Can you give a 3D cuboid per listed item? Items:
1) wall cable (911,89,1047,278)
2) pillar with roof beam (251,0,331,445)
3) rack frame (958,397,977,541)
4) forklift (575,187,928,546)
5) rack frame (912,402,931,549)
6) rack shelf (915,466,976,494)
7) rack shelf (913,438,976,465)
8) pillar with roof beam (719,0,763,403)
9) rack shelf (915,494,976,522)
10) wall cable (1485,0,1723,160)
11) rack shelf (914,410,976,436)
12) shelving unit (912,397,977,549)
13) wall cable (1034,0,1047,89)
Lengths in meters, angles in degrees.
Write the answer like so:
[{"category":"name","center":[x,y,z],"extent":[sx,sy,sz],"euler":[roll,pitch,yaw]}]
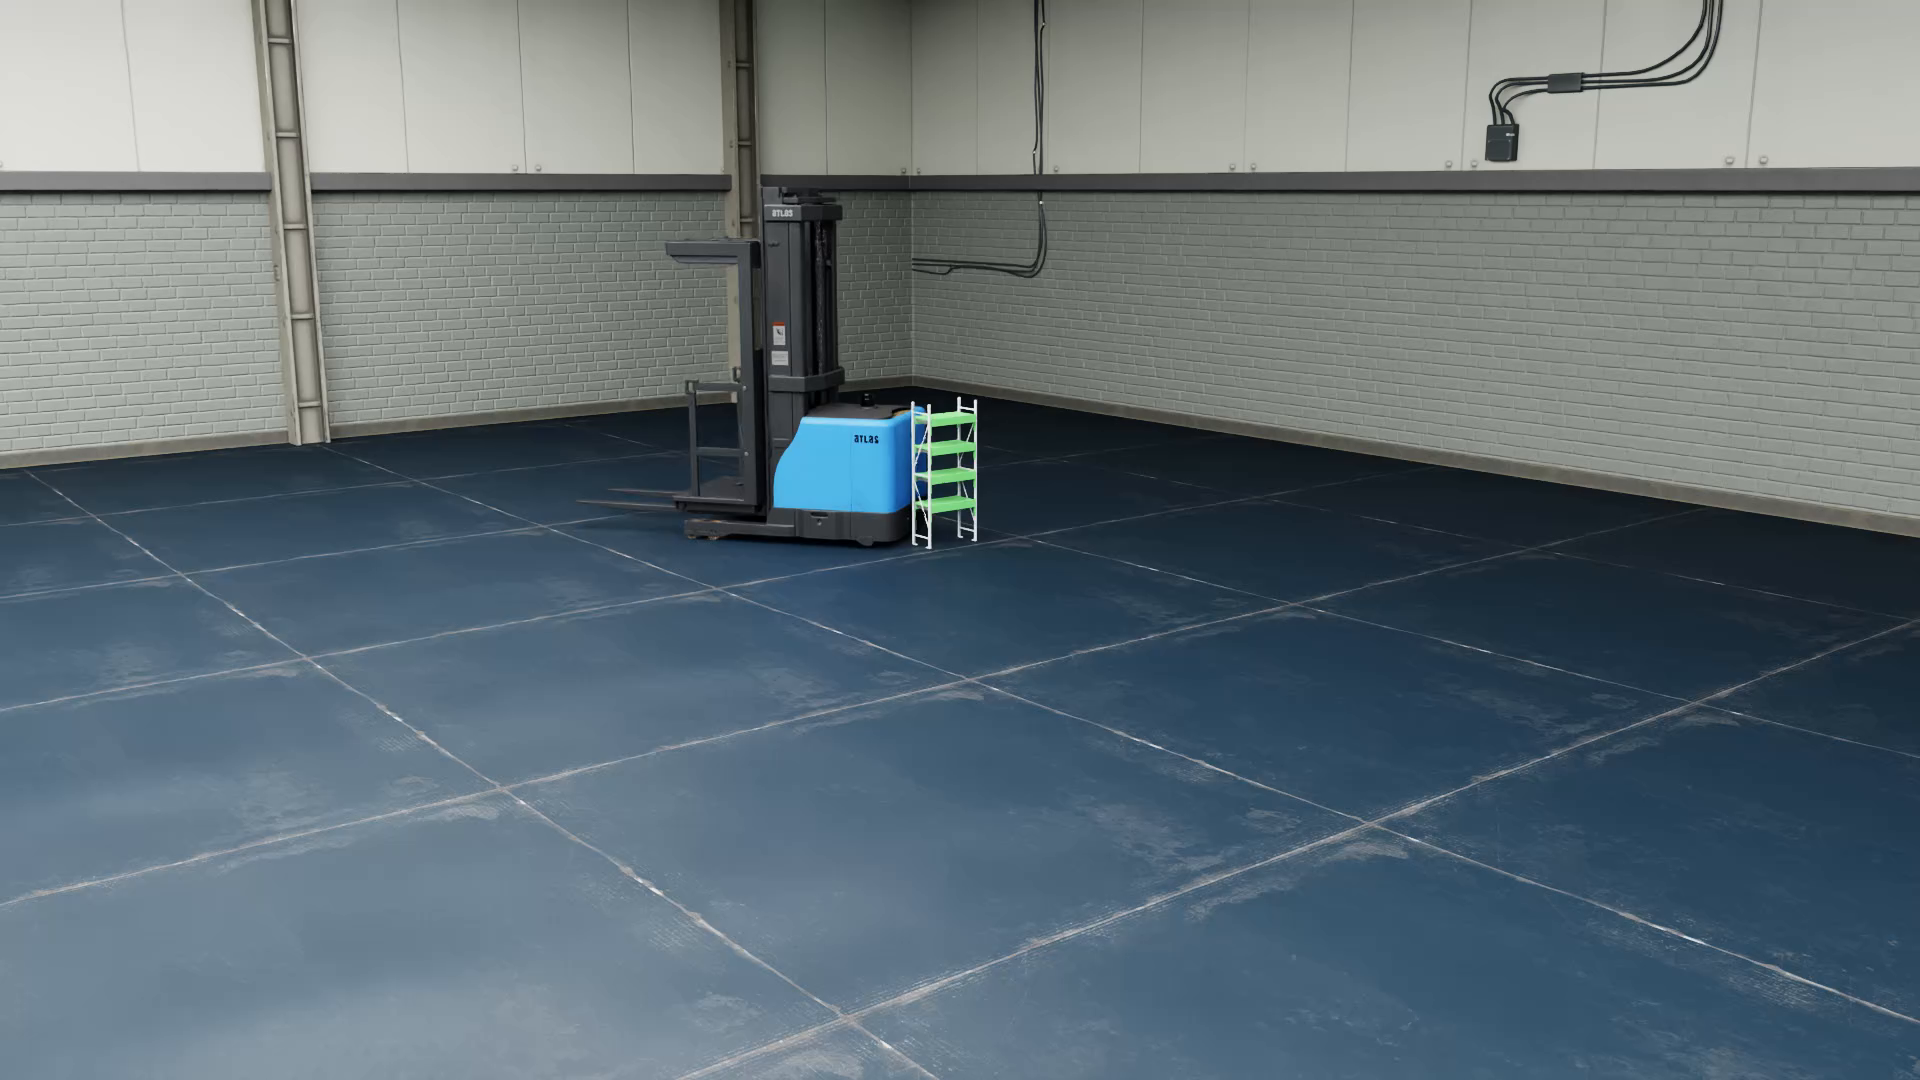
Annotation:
[{"category":"wall cable","center":[0.171,-4.978,23.381],"extent":[0.112,2.526,3.097],"euler":[-9,15,-38]},{"category":"pillar with roof beam","center":[-4.951,-4.852,15.313],"extent":[0.400,9.000,9.100],"euler":[-9,15,-38]},{"category":"rack frame","center":[0.061,-0.597,14.052],"extent":[0.015,1.200,0.240],"euler":[-9,15,-38]},{"category":"forklift","center":[-1.852,-1.534,14.297],"extent":[3.031,2.935,1.130],"euler":[3,12,16]},{"category":"rack frame","center":[-0.320,-0.534,13.754],"extent":[0.015,1.200,0.240],"euler":[-9,15,-38]},{"category":"rack shelf","center":[-0.129,-0.503,13.916],"extent":[0.480,0.148,0.258],"euler":[-9,15,-38]},{"category":"rack shelf","center":[-0.129,-0.738,13.866],"extent":[0.480,0.148,0.258],"euler":[-9,15,-38]},{"category":"pillar with roof beam","center":[-0.266,-5.630,18.980],"extent":[0.400,9.000,9.100],"euler":[-9,15,-38]},{"category":"rack shelf","center":[-0.129,-0.268,13.966],"extent":[0.480,0.148,0.258],"euler":[-9,15,-38]},{"category":"wall cable","center":[6.090,-6.618,15.444],"extent":[0.169,6.003,2.305],"euler":[-9,15,-38]},{"category":"rack shelf","center":[-0.129,-0.972,13.817],"extent":[0.480,0.148,0.258],"euler":[-9,15,-38]},{"category":"shelving unit","center":[-0.129,-0.565,13.903],"extent":[0.503,1.200,0.258],"euler":[-9,15,-38]},{"category":"wall cable","center":[1.861,-7.009,20.790],"extent":[0.112,2.526,3.097],"euler":[-9,15,-38]}]
